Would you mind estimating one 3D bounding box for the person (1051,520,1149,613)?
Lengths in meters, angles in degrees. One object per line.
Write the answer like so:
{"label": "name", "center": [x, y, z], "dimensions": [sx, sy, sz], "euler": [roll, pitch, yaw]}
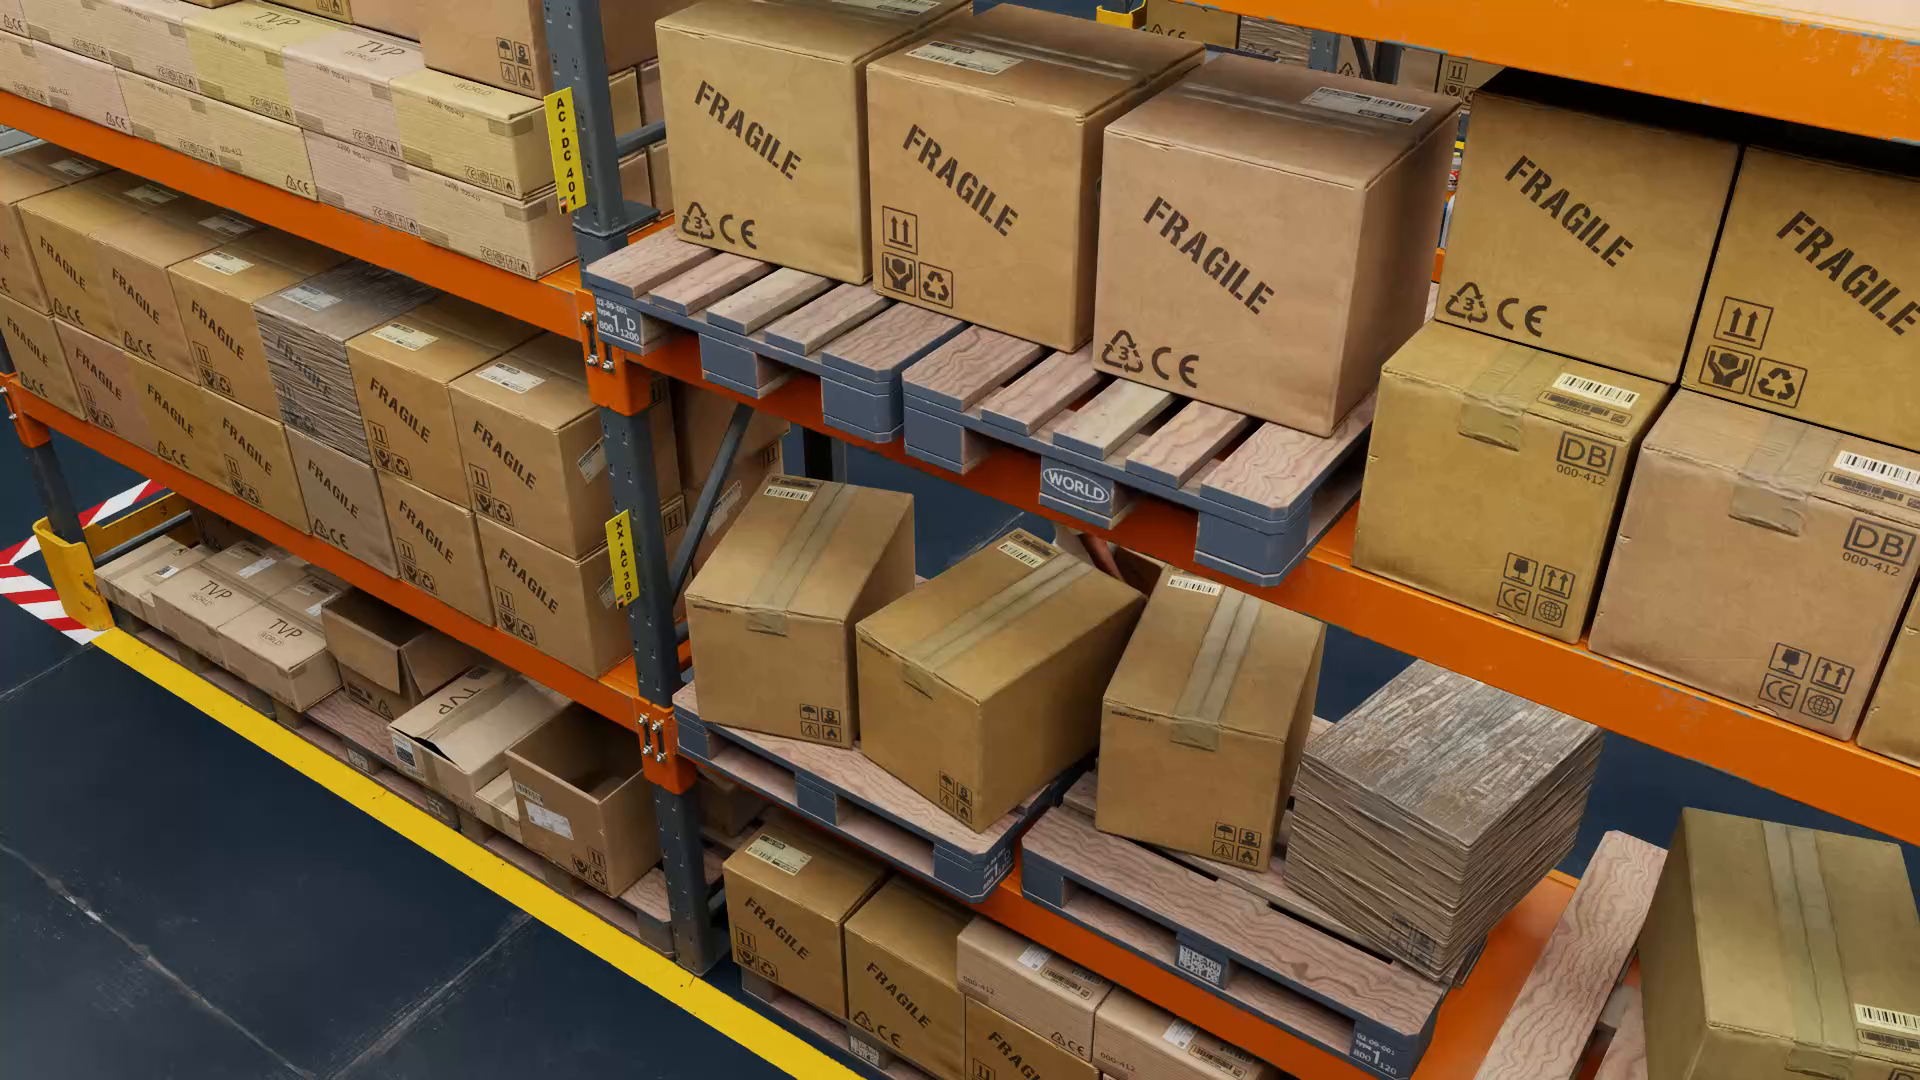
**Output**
{"label": "person", "center": [0.646, 0.166, 6.886], "dimensions": [0.587, 1.760, 0.503], "euler": [23, 40, 30]}
